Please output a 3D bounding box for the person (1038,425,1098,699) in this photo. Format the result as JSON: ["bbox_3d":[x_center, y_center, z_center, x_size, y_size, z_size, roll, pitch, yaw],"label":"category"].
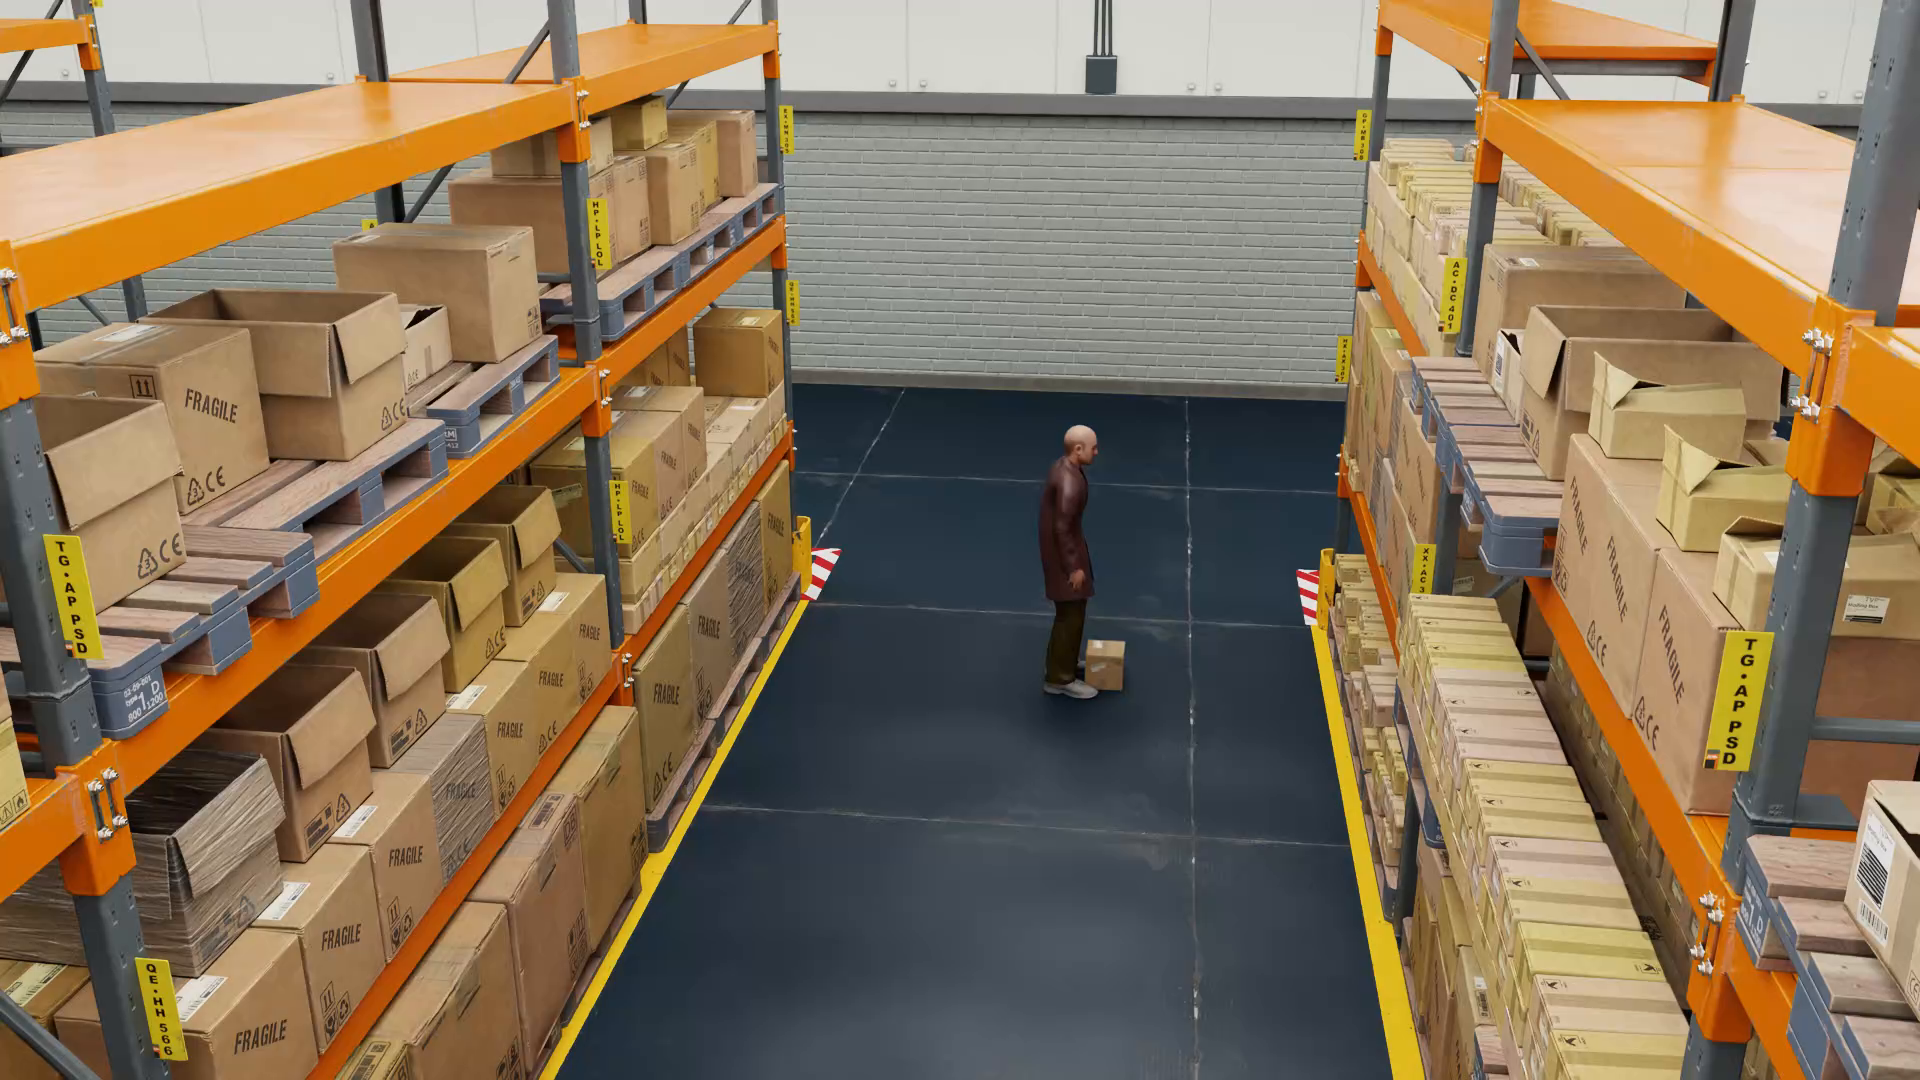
[{"bbox_3d":[0.716,0.129,10.810,0.427,1.740,0.628,2,21,4],"label":"person"}]
